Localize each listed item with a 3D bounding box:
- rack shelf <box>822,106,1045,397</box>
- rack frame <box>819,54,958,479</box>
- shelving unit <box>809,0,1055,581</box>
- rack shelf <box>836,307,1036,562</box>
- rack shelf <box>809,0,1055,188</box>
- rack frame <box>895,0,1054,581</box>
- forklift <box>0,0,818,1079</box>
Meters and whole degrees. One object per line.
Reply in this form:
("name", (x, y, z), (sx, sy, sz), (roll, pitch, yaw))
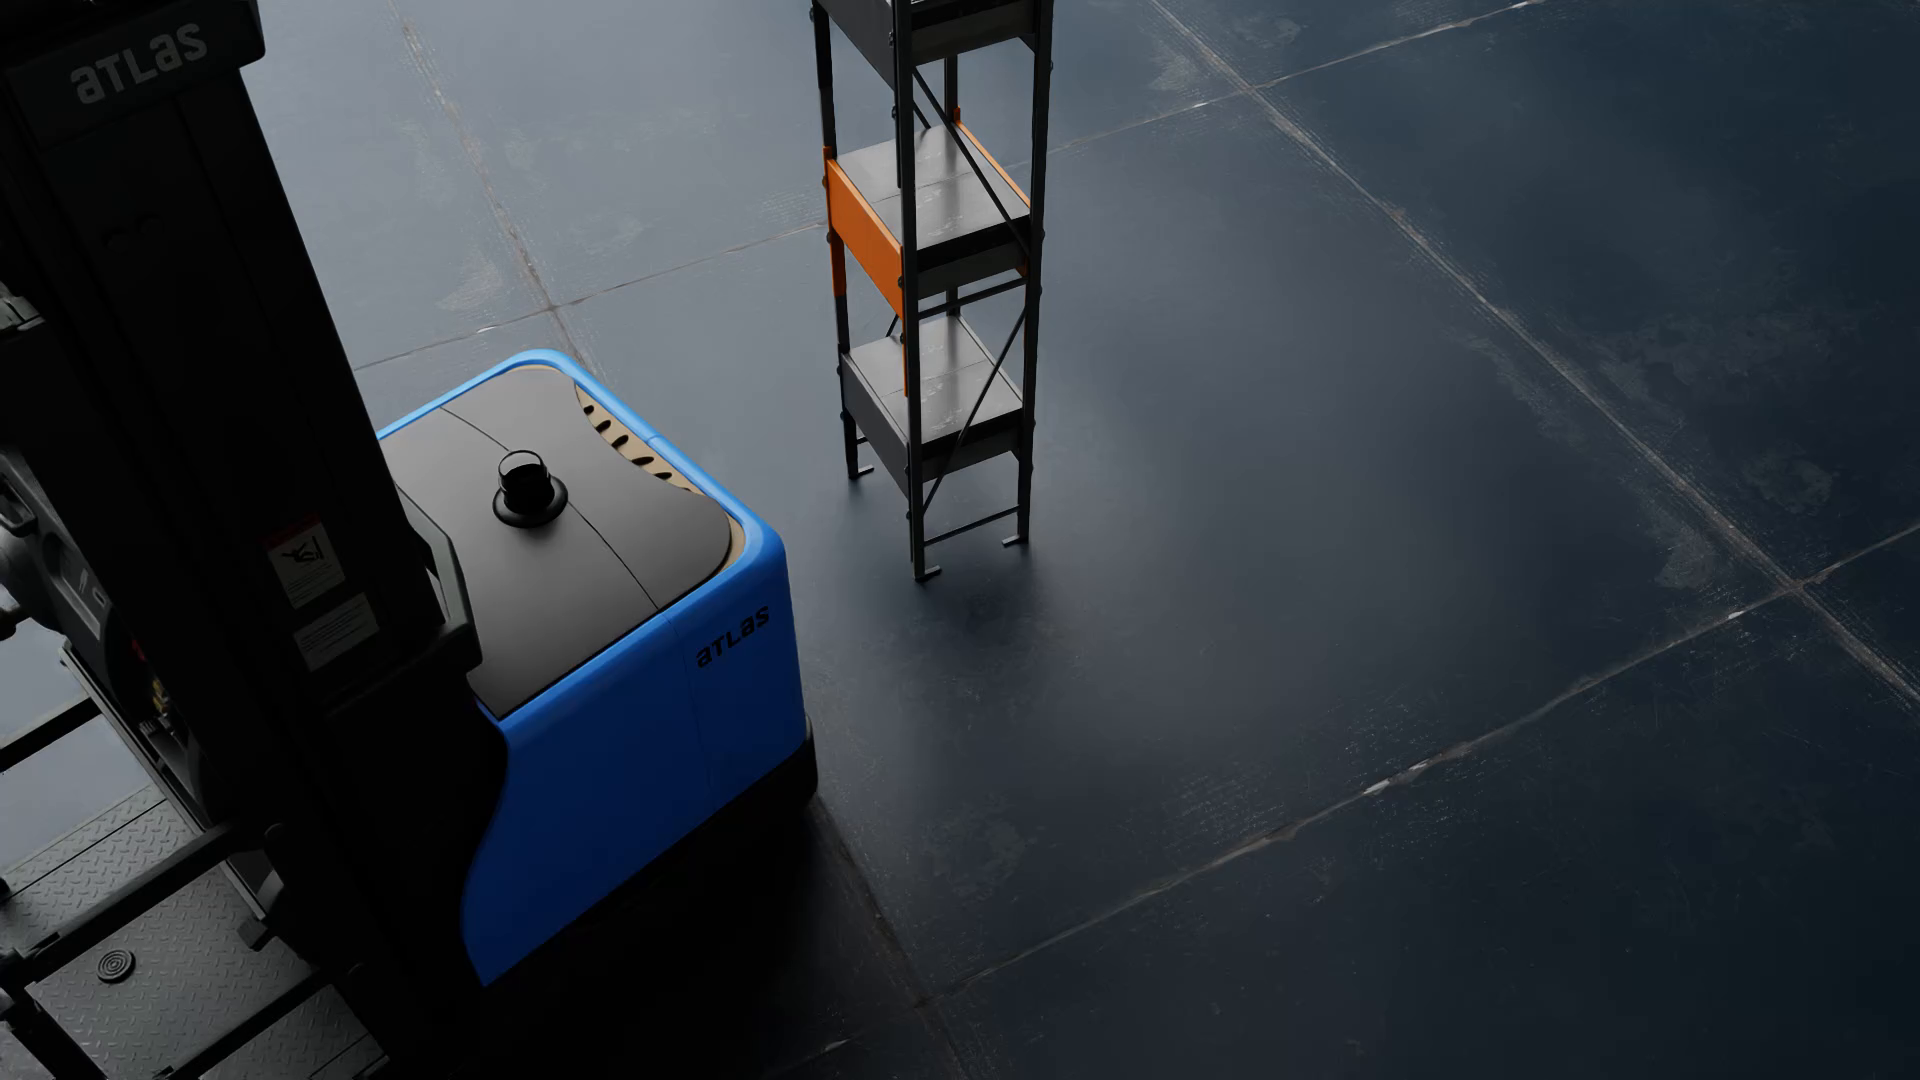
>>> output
("rack shelf", (-0.076, -0.793, 4.567), (0.431, 0.518, 0.480), (-21, 52, -18))
("rack frame", (-0.187, -0.965, 4.699), (0.400, 2.100, 0.015), (-21, 52, -18))
("shelving unit", (-0.076, -0.802, 4.557), (0.431, 2.100, 0.503), (-21, 52, -18))
("rack shelf", (-0.076, -0.332, 5.094), (0.431, 0.518, 0.480), (-21, 52, -18))
("rack shelf", (-0.076, -1.254, 4.040), (0.431, 0.518, 0.480), (-21, 52, -18))
("rack frame", (0.036, -0.639, 4.414), (0.400, 2.100, 0.015), (-21, 52, -18))
("forklift", (-1.802, 0.254, 3.081), (3.031, 2.935, 1.130), (-36, 58, -27))
